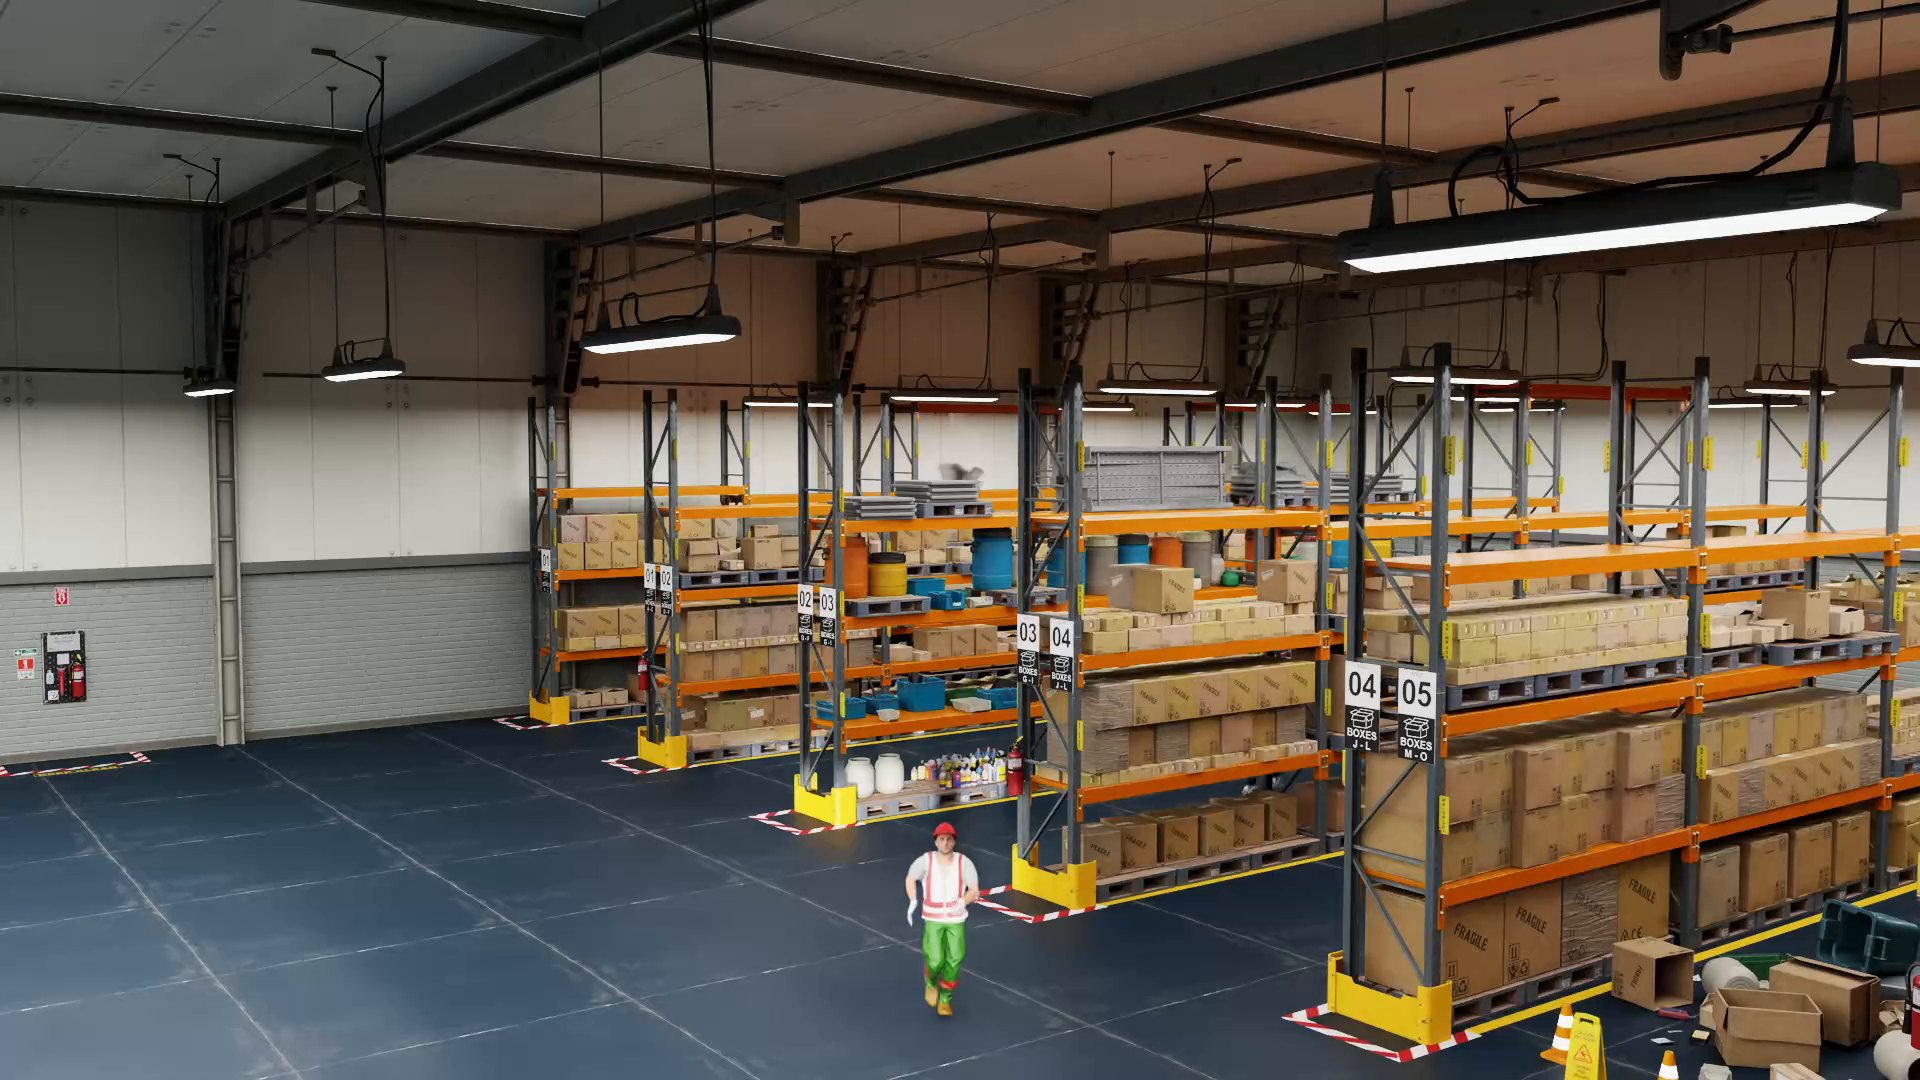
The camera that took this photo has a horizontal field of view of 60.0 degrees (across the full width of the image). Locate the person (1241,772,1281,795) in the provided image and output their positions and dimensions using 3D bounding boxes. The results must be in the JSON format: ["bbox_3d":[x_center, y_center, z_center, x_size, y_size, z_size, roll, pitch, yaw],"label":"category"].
[{"bbox_3d":[4.437,2.903,24.462,0.789,1.610,0.538,-3,5,-42],"label":"person"}]

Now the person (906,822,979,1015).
[{"bbox_3d":[-0.143,3.405,14.851,0.646,1.744,0.598,0,3,-6],"label":"person"}]
